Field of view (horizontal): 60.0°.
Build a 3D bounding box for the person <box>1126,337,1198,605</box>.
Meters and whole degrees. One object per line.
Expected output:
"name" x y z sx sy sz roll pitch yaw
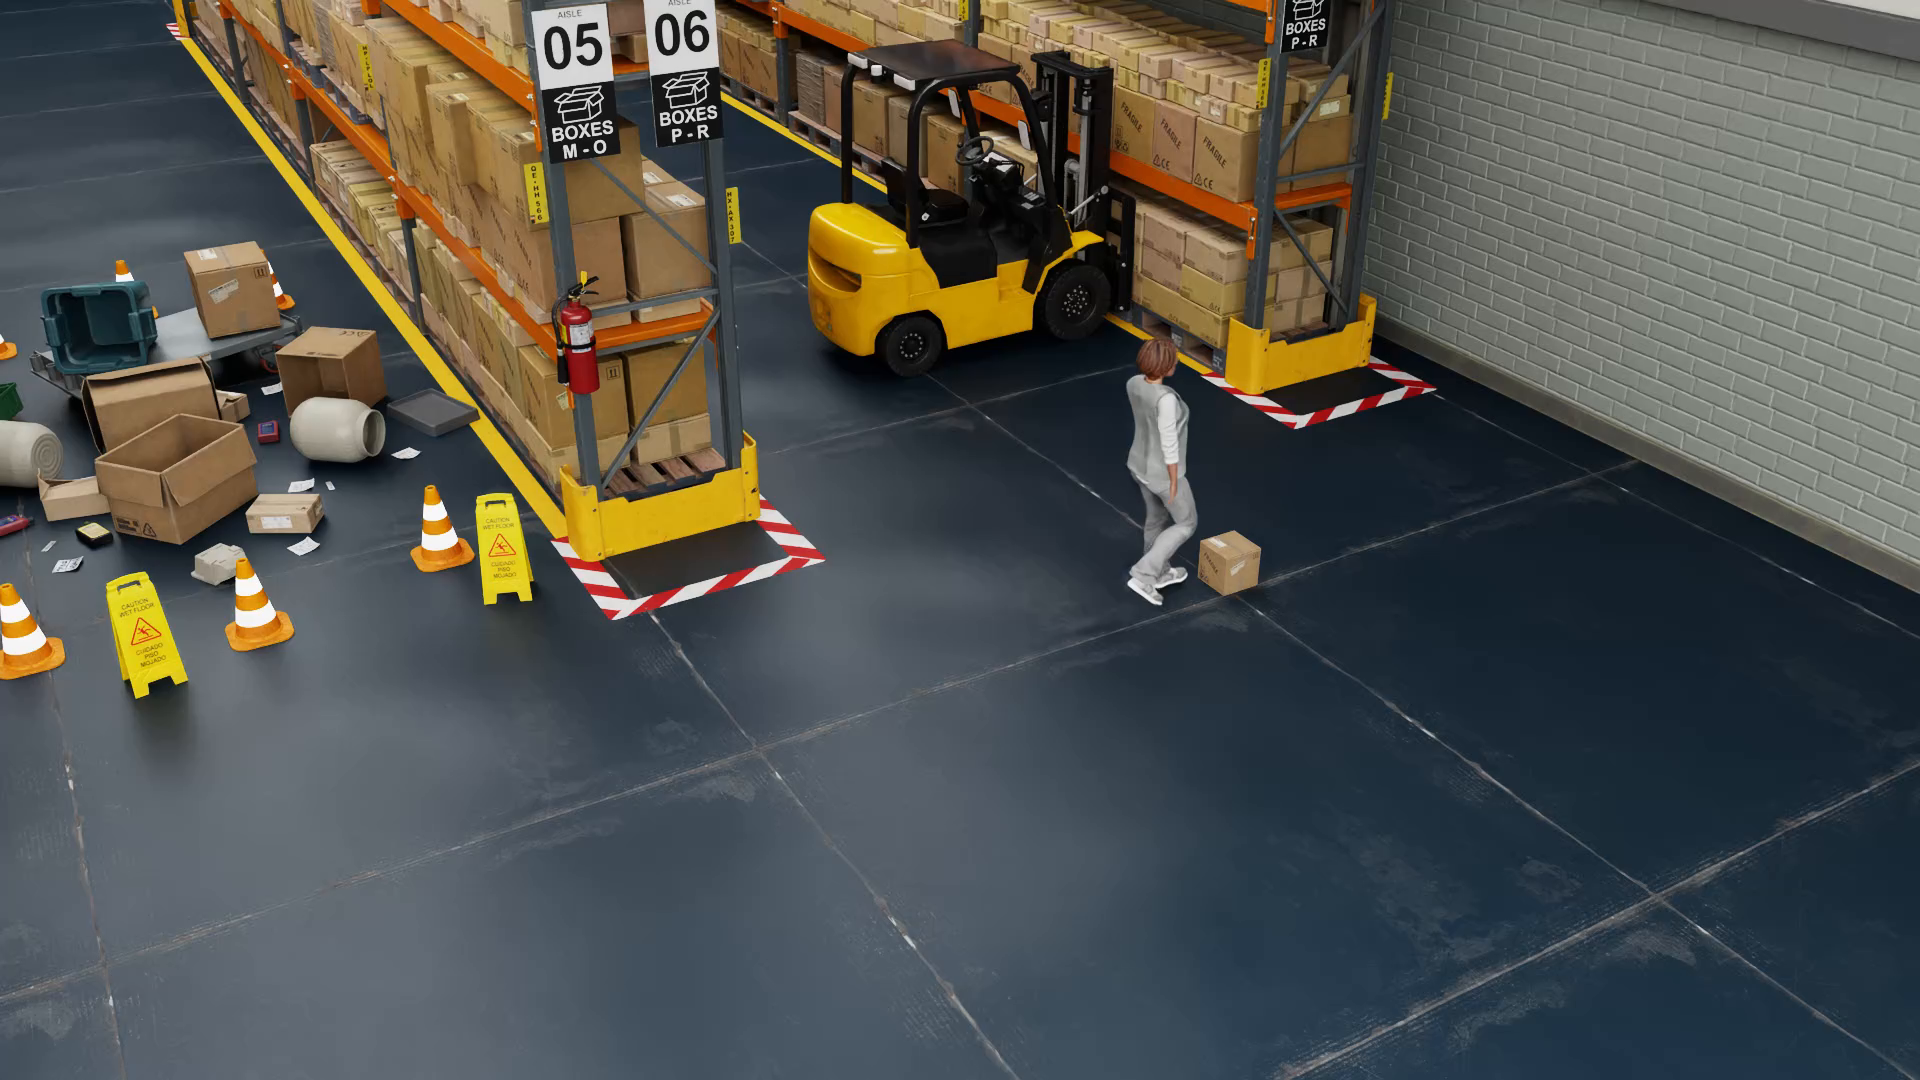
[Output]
"person" 1.126 -0.389 9.213 0.536 1.590 0.435 -15 33 -24
